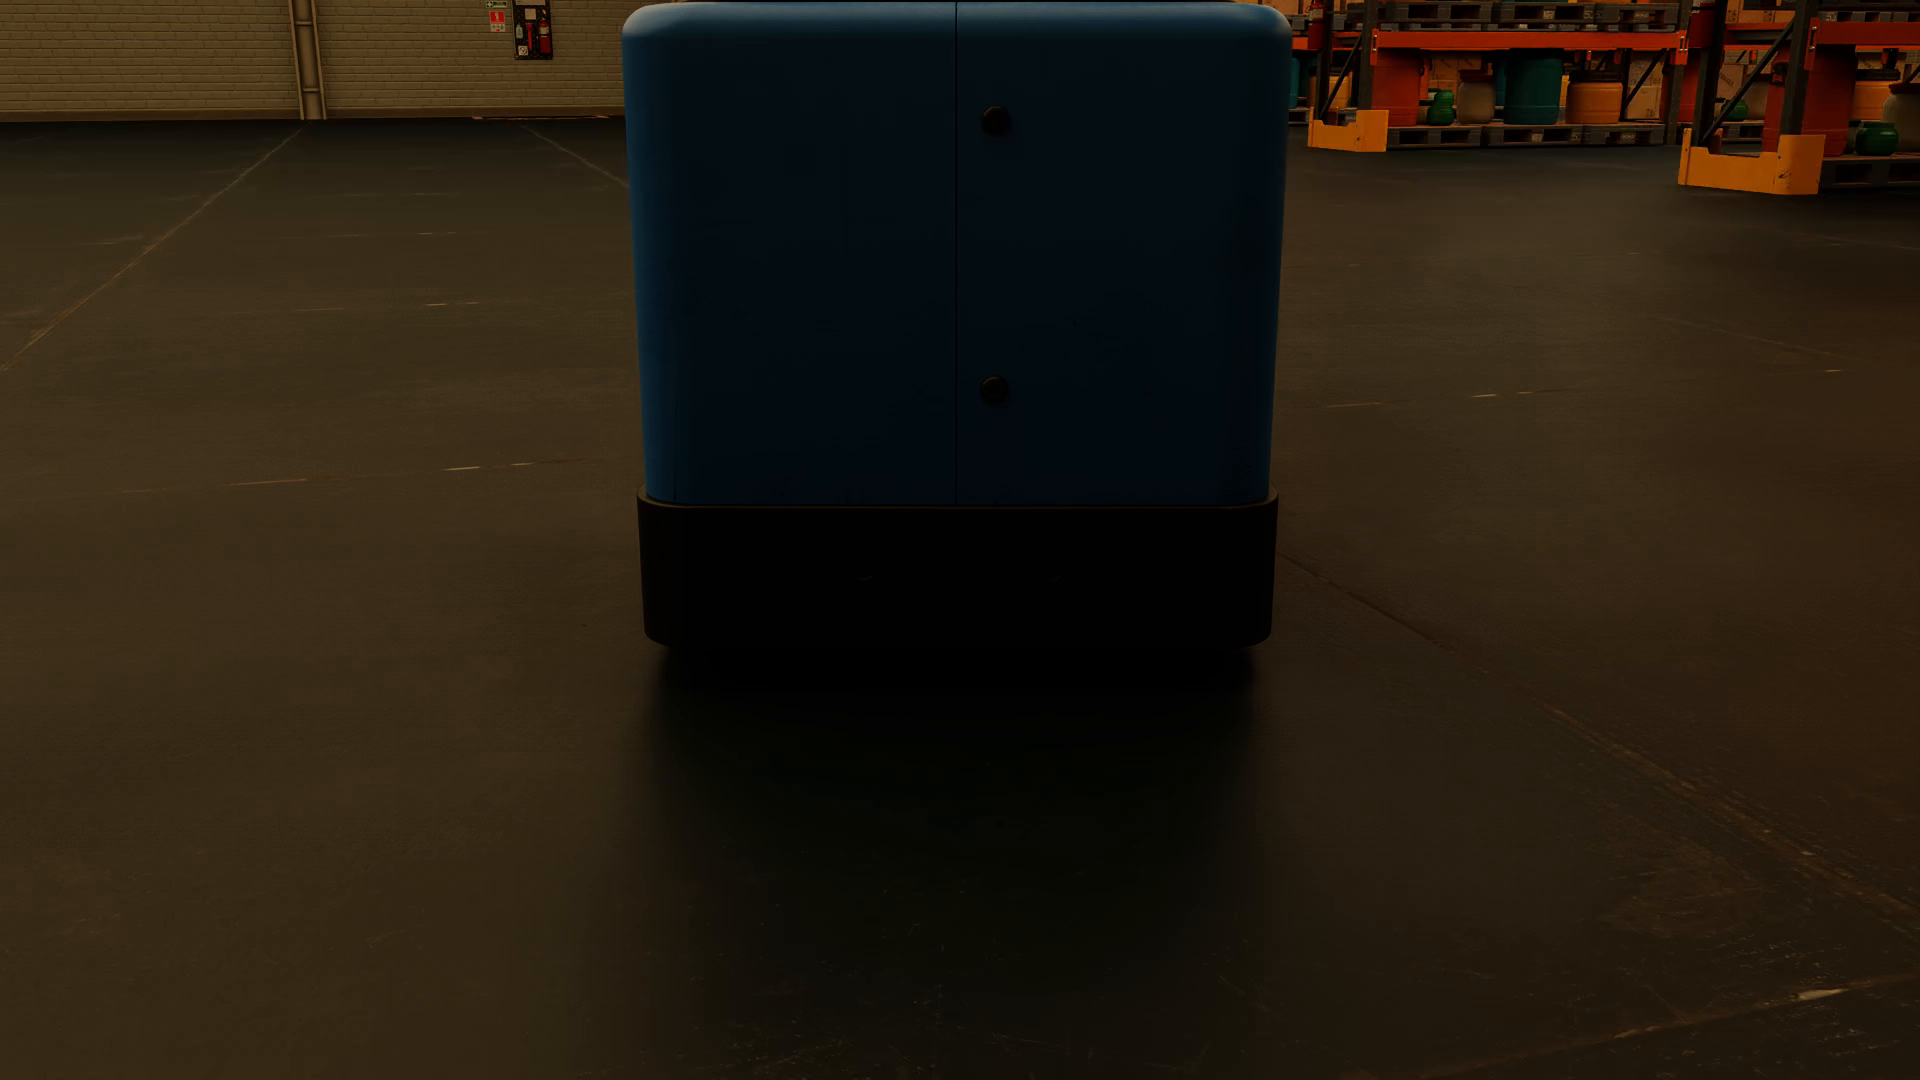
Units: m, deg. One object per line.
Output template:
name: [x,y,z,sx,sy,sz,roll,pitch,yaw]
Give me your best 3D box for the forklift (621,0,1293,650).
forklift: [0.004,-1.583,3.759,1.130,2.935,3.031,0,16,0]
